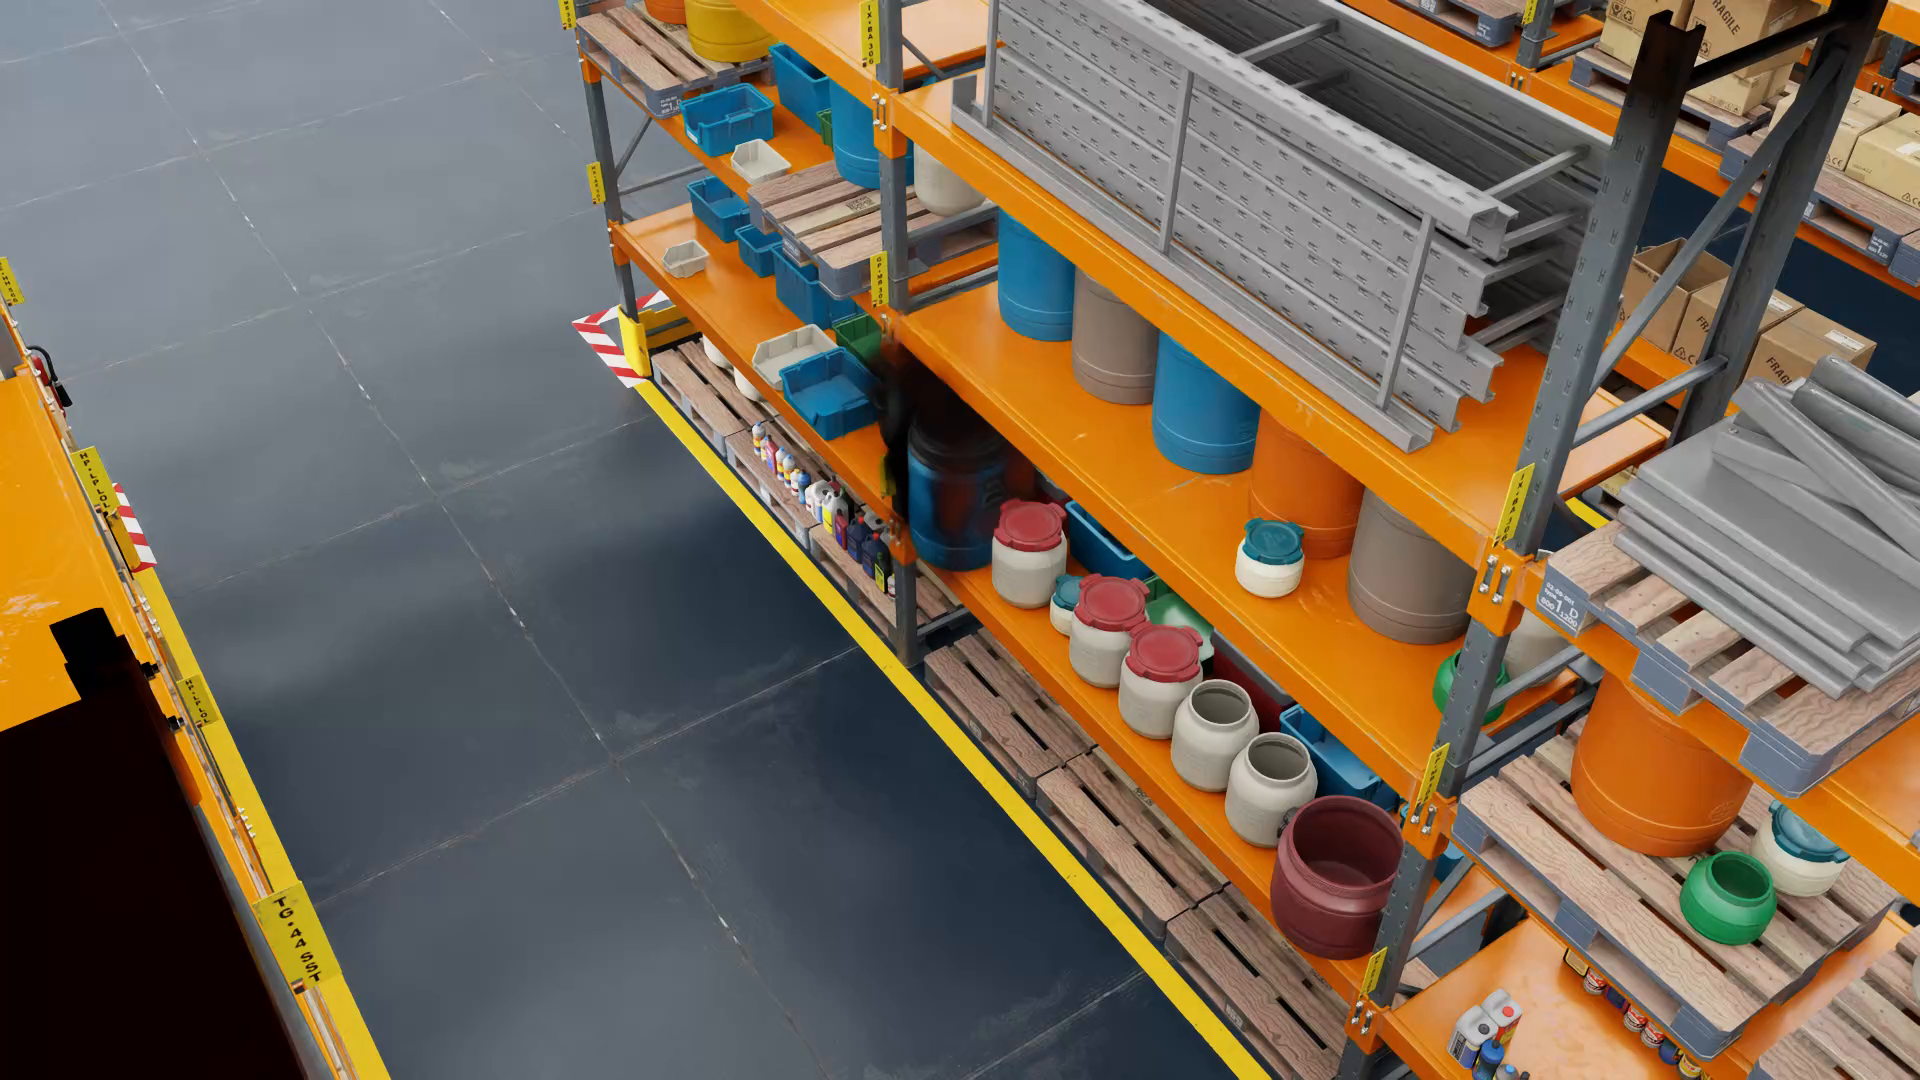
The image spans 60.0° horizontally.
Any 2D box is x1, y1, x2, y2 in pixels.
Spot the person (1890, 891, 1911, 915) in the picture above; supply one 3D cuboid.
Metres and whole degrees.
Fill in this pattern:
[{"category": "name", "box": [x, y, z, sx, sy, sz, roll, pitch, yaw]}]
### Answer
[{"category": "person", "box": [5.476, 1.551, 8.785, 0.576, 1.775, 0.555, -17, 45, -18]}]
